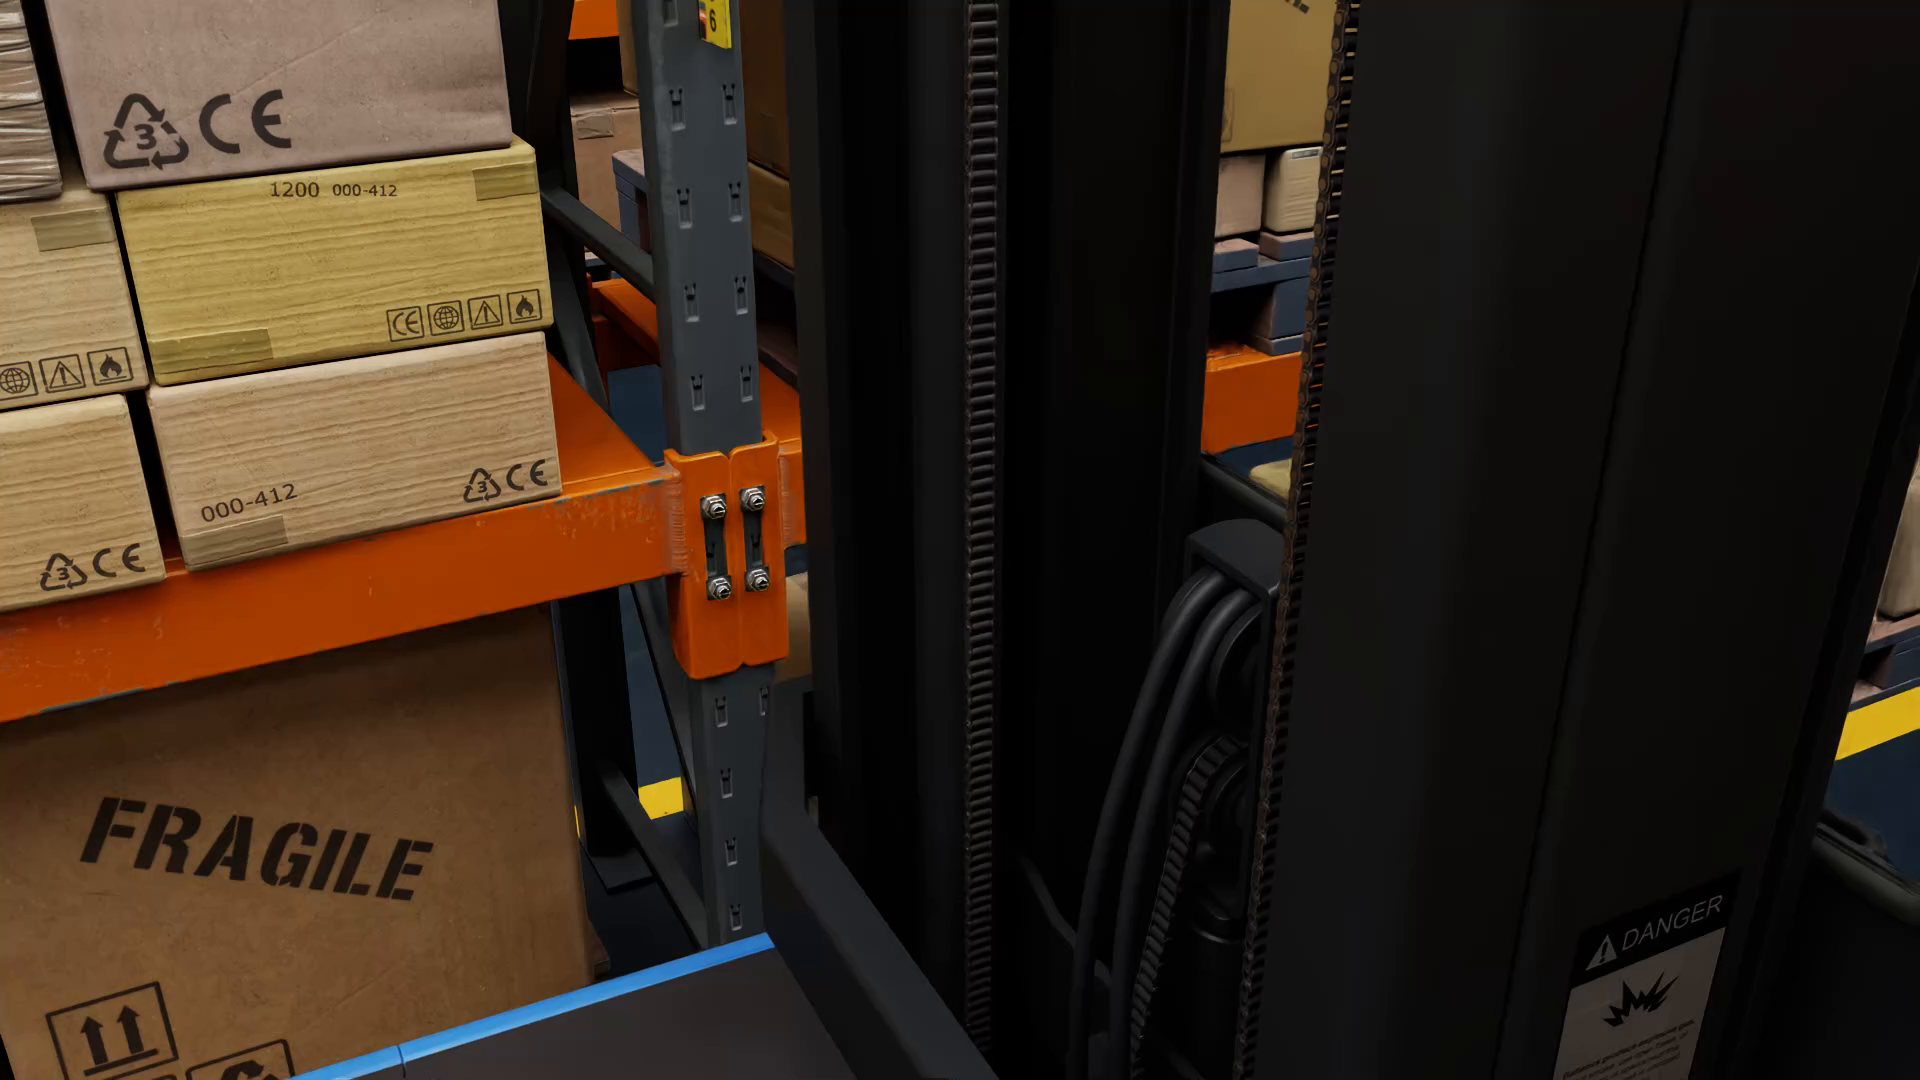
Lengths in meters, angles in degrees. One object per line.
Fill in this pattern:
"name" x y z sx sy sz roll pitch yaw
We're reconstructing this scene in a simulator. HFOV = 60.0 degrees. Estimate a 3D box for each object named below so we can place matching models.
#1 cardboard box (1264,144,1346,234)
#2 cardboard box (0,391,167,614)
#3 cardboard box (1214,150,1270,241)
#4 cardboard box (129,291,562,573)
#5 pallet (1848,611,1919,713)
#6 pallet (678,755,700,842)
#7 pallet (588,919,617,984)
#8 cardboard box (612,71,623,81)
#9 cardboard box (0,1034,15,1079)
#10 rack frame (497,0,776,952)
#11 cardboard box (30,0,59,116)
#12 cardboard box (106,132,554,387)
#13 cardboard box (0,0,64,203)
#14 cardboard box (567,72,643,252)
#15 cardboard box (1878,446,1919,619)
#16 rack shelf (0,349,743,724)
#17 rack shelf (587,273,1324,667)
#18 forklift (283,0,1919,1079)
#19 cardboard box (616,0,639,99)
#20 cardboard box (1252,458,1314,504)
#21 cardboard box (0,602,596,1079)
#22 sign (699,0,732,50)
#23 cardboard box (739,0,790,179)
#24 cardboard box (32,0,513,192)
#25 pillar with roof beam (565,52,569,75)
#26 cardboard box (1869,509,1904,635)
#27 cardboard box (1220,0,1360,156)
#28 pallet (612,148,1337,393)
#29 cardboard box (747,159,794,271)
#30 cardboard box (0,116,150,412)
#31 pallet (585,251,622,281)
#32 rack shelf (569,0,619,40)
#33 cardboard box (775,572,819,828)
"cardboard box" 0.573 -0.686 3.018 0.250 0.149 0.380 -13 28 -25
"cardboard box" -1.350 -0.104 2.173 0.500 0.250 0.500 -12 28 -24
"cardboard box" 0.320 -0.638 2.917 0.250 0.149 0.380 -15 29 -28
"cardboard box" -0.906 -0.214 2.403 0.500 0.250 0.500 -14 29 -27
"pallet" 2.261 0.118 4.760 1.213 0.211 1.003 -13 29 -25
"pallet" 0.108 0.615 3.725 1.213 0.211 1.003 -13 29 -25
"pallet" -1.314 0.905 3.120 1.213 0.211 1.003 -13 29 -25
"cardboard box" -1.198 -1.892 7.984 0.625 0.625 0.875 -14 29 -27
"cardboard box" -2.020 0.574 2.558 0.875 0.875 0.875 -13 28 -24
"rack frame" -0.582 -0.483 2.791 0.127 3.000 1.000 -13 29 -25
"cardboard box" -1.566 -0.867 2.320 0.500 0.500 0.500 -13 28 -25
"cardboard box" -0.890 -0.445 2.308 0.500 0.250 0.500 -13 29 -25
"cardboard box" -1.364 -0.666 1.902 0.500 0.500 0.500 -12 28 -24
"cardboard box" -1.792 -1.755 7.698 0.625 0.625 0.875 -12 28 -23
"cardboard box" 2.485 -0.195 4.741 0.625 0.372 0.950 -13 28 -24
"rack shelf" -2.347 0.248 2.099 4.000 0.370 1.077 -13 29 -25
"rack shelf" 1.182 -0.566 3.795 4.000 0.370 1.077 -13 29 -25
"forklift" 0.664 0.125 1.604 3.031 2.935 1.130 -12 28 -24
"cardboard box" -0.312 -1.051 3.028 0.500 0.500 0.500 -14 29 -27
"cardboard box" 1.240 0.095 4.137 0.625 0.372 0.950 -12 28 -23
"cardboard box" -1.231 0.394 2.933 0.875 0.875 0.875 -13 29 -26
"sign" -0.318 -0.794 2.101 0.005 0.325 0.100 -13 29 -25
"cardboard box" -0.076 -0.855 2.621 0.500 0.500 0.500 -14 29 -27
"cardboard box" -0.916 -0.774 2.126 0.500 0.500 0.500 -14 29 -26
"pillar with roof beam" -0.169 -4.048 3.285 0.400 9.000 9.100 -13 29 -25
"cardboard box" 1.853 -0.047 4.434 0.625 0.372 0.950 -11 28 -22
"cardboard box" 0.380 -0.964 2.848 0.500 0.500 0.500 -11 28 -22
"pallet" -0.004 -0.583 3.220 1.003 0.211 1.213 -13 29 -25
"cardboard box" -0.208 -0.555 2.745 0.250 0.149 0.380 -15 29 -28
"cardboard box" -1.341 -0.340 2.087 0.500 0.250 0.500 -14 29 -26
"pallet" -2.177 -1.274 7.660 1.213 0.211 1.003 -13 29 -25
"rack shelf" -1.157 -2.461 7.742 4.000 0.370 1.077 -13 29 -25
"cardboard box" -0.079 0.401 3.501 0.625 0.372 0.950 -15 30 -29
